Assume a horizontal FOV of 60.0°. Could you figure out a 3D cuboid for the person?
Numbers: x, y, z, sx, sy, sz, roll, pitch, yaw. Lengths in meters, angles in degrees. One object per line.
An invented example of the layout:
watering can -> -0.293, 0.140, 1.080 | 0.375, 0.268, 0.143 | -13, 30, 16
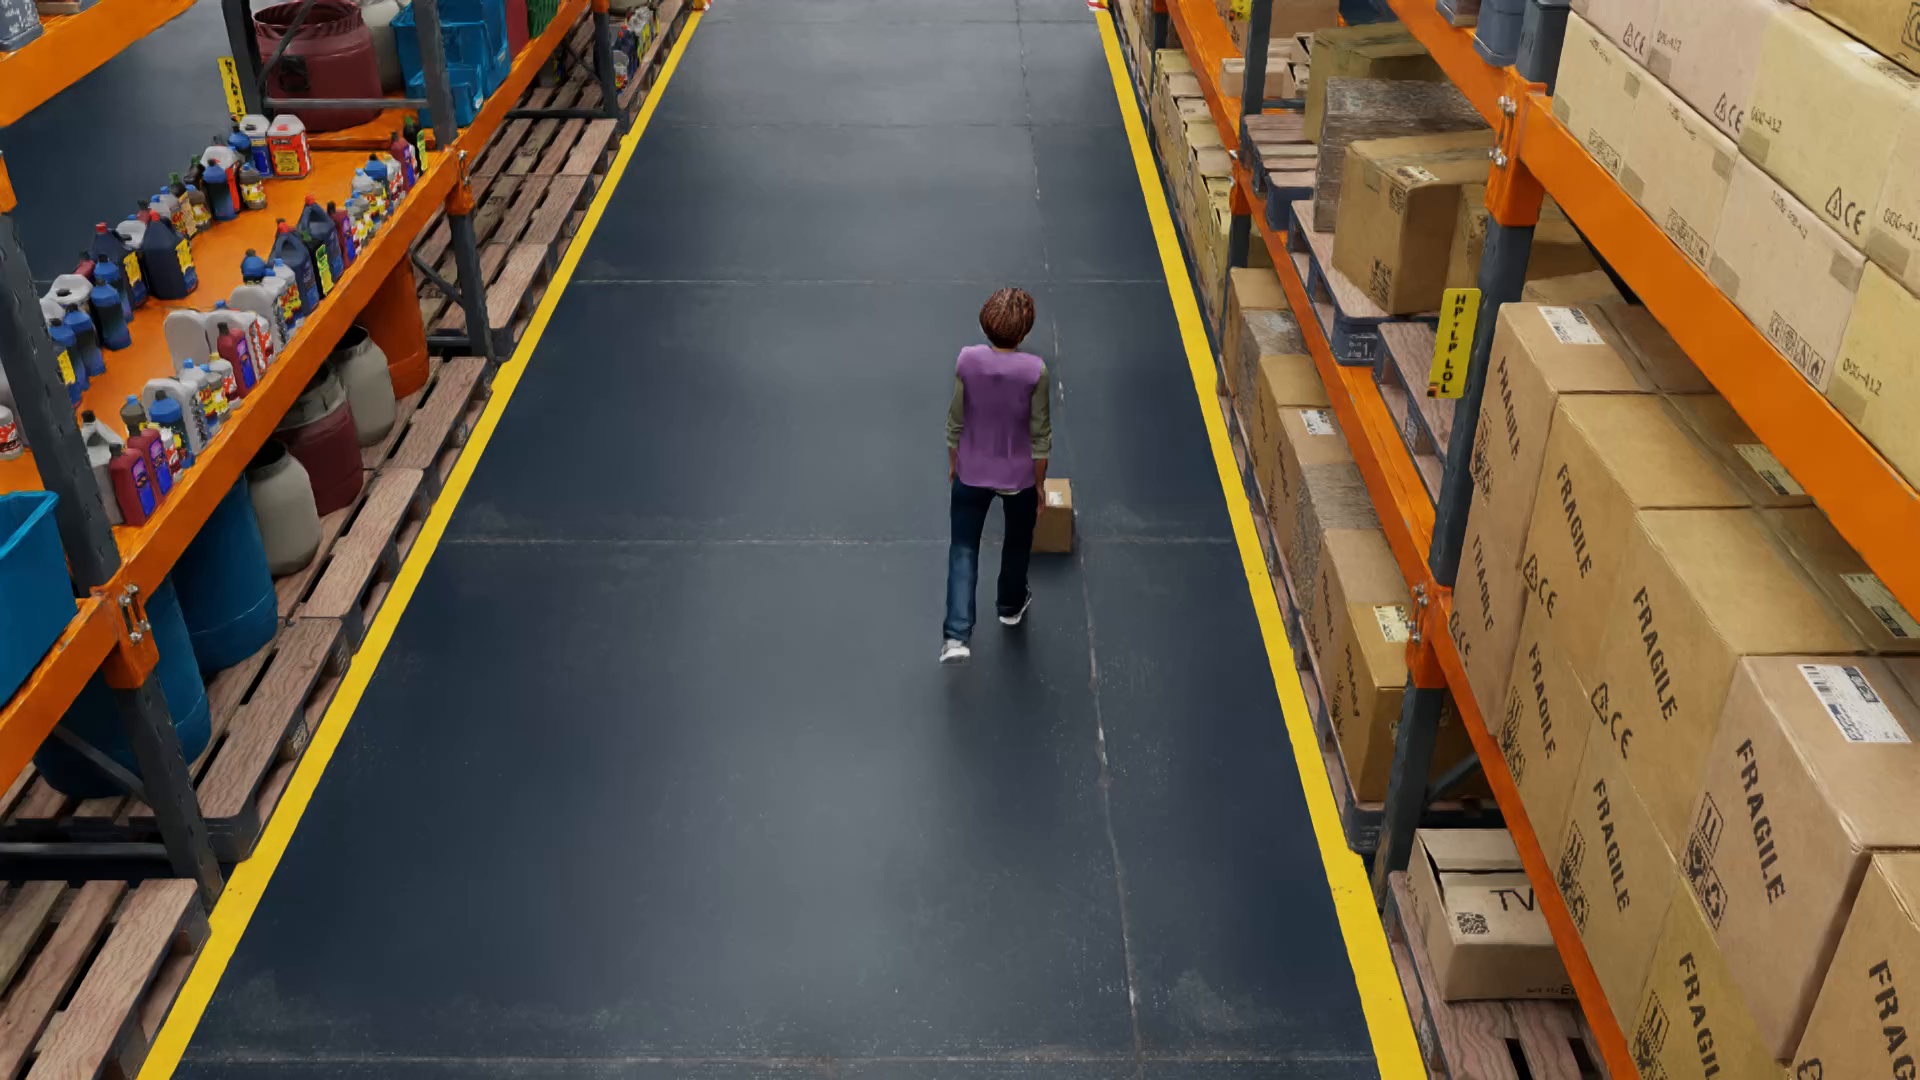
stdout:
person -> 0.146, -0.136, 6.574 | 0.419, 1.332, 0.812 | 5, 32, 7
